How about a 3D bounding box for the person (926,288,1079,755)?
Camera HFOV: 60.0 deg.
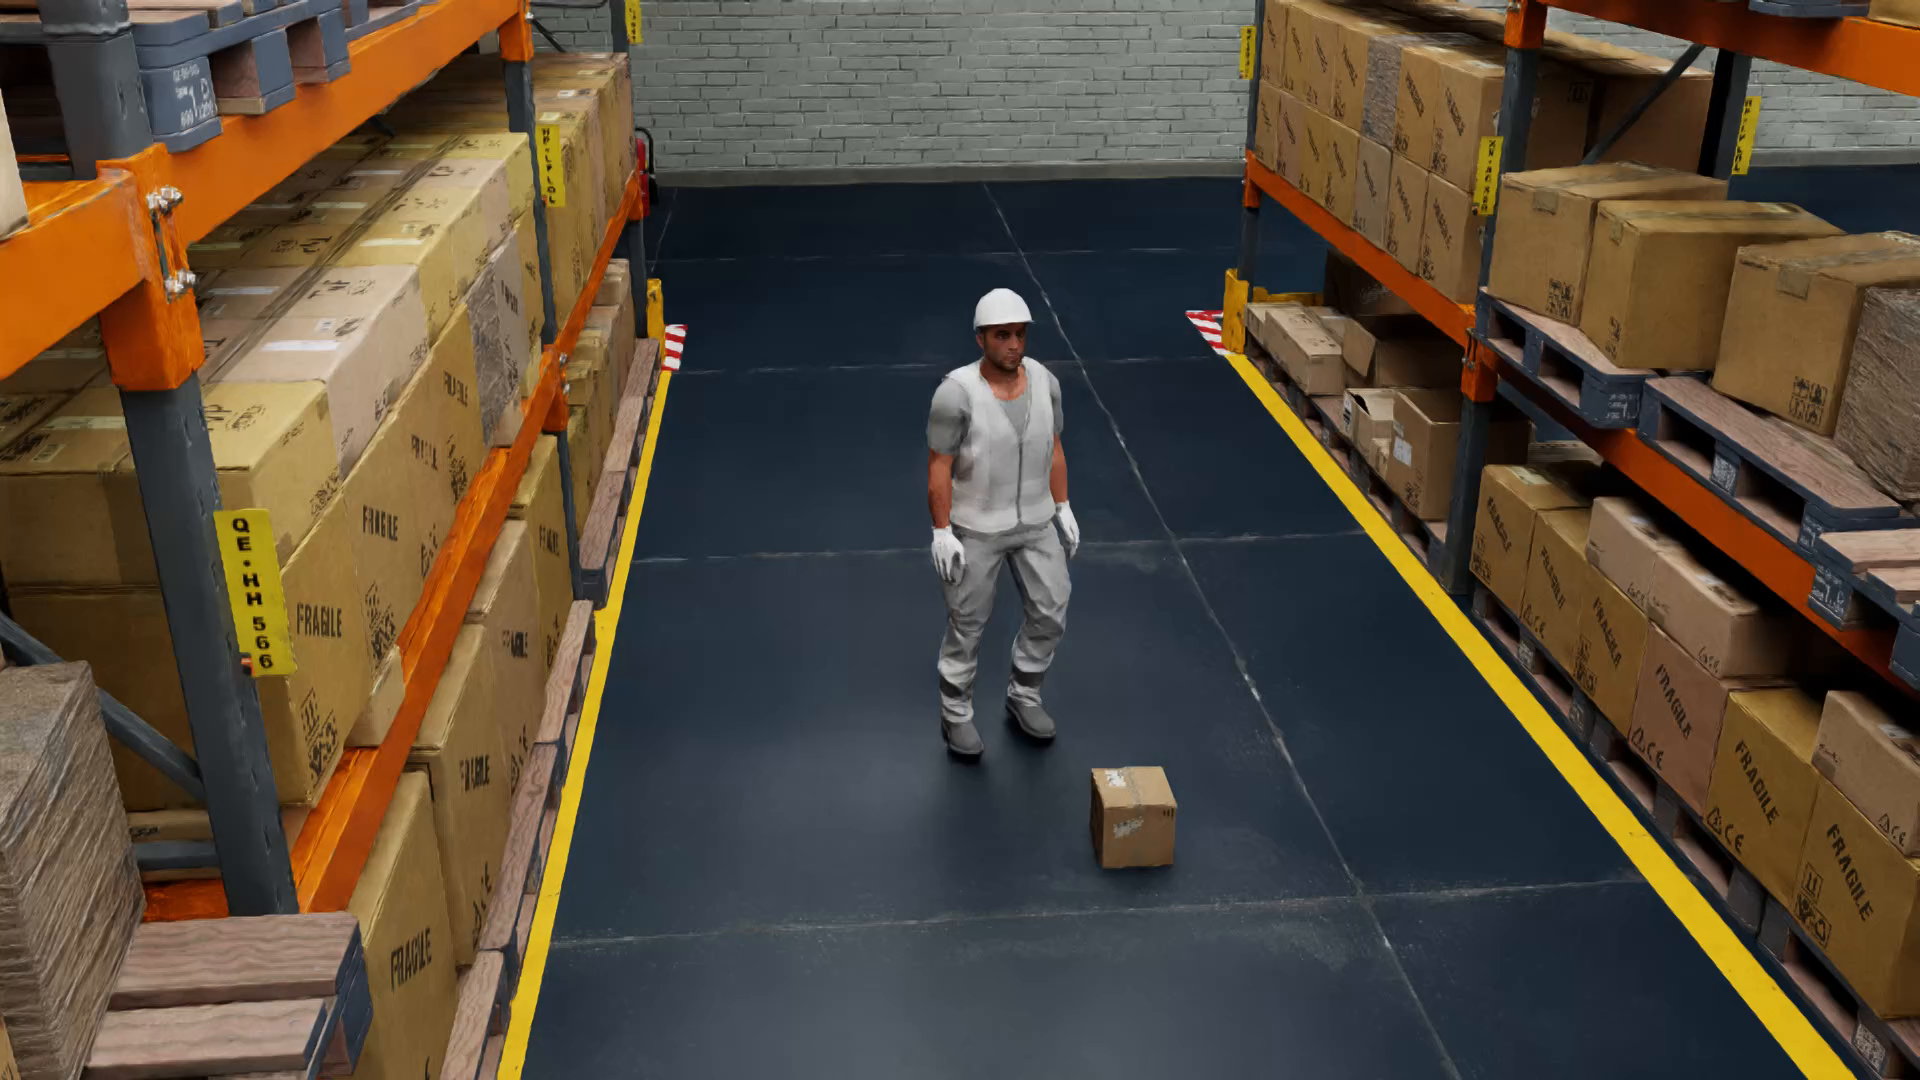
[{"bbox_3d":[0.156,-0.059,6.152,0.601,1.789,0.360,-11,26,-24],"label":"person"}]
